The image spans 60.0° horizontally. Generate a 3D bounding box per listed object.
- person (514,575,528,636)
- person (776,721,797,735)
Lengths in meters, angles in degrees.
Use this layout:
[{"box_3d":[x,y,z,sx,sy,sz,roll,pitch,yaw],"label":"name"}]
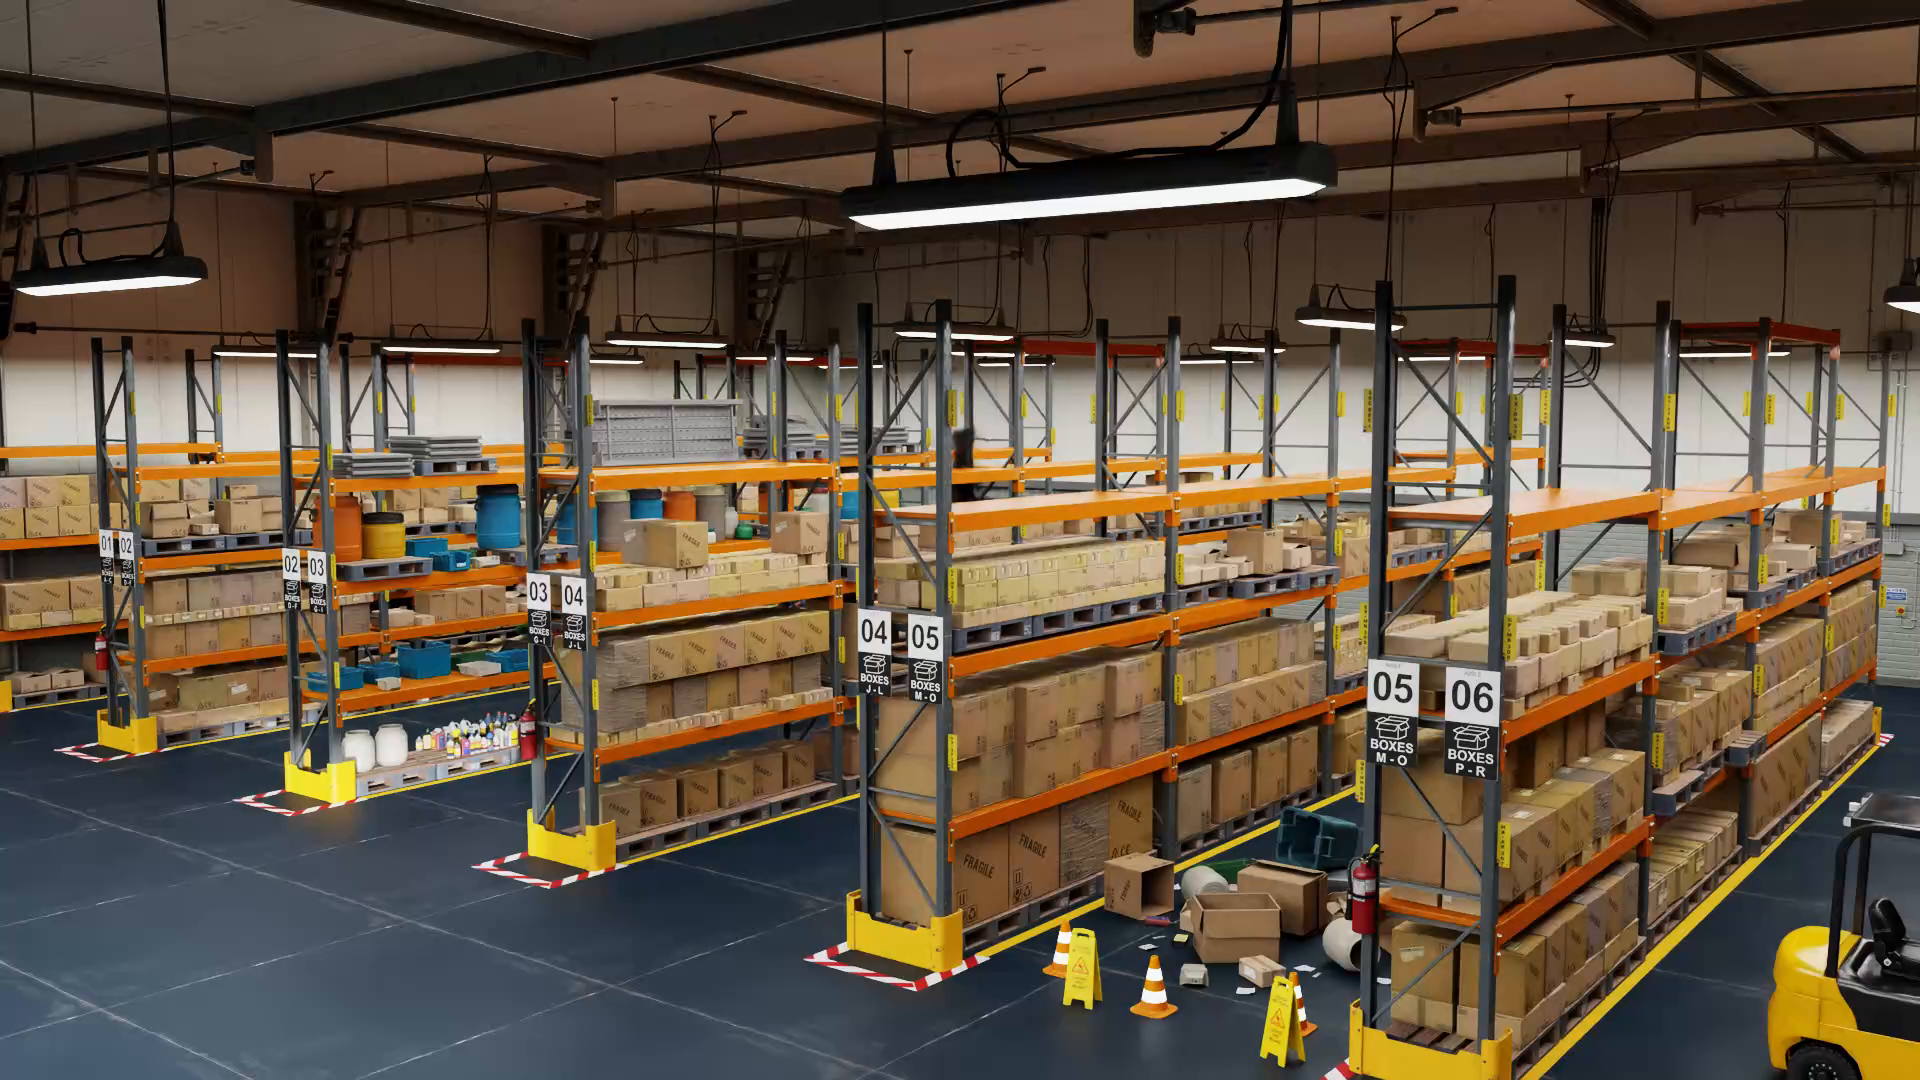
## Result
[{"box_3d":[-8.500,1.442,32.548,0.632,1.766,0.778,4,6,38],"label":"person"},{"box_3d":[-2.677,2.093,25.623,0.523,1.751,0.846,3,6,29],"label":"person"}]
